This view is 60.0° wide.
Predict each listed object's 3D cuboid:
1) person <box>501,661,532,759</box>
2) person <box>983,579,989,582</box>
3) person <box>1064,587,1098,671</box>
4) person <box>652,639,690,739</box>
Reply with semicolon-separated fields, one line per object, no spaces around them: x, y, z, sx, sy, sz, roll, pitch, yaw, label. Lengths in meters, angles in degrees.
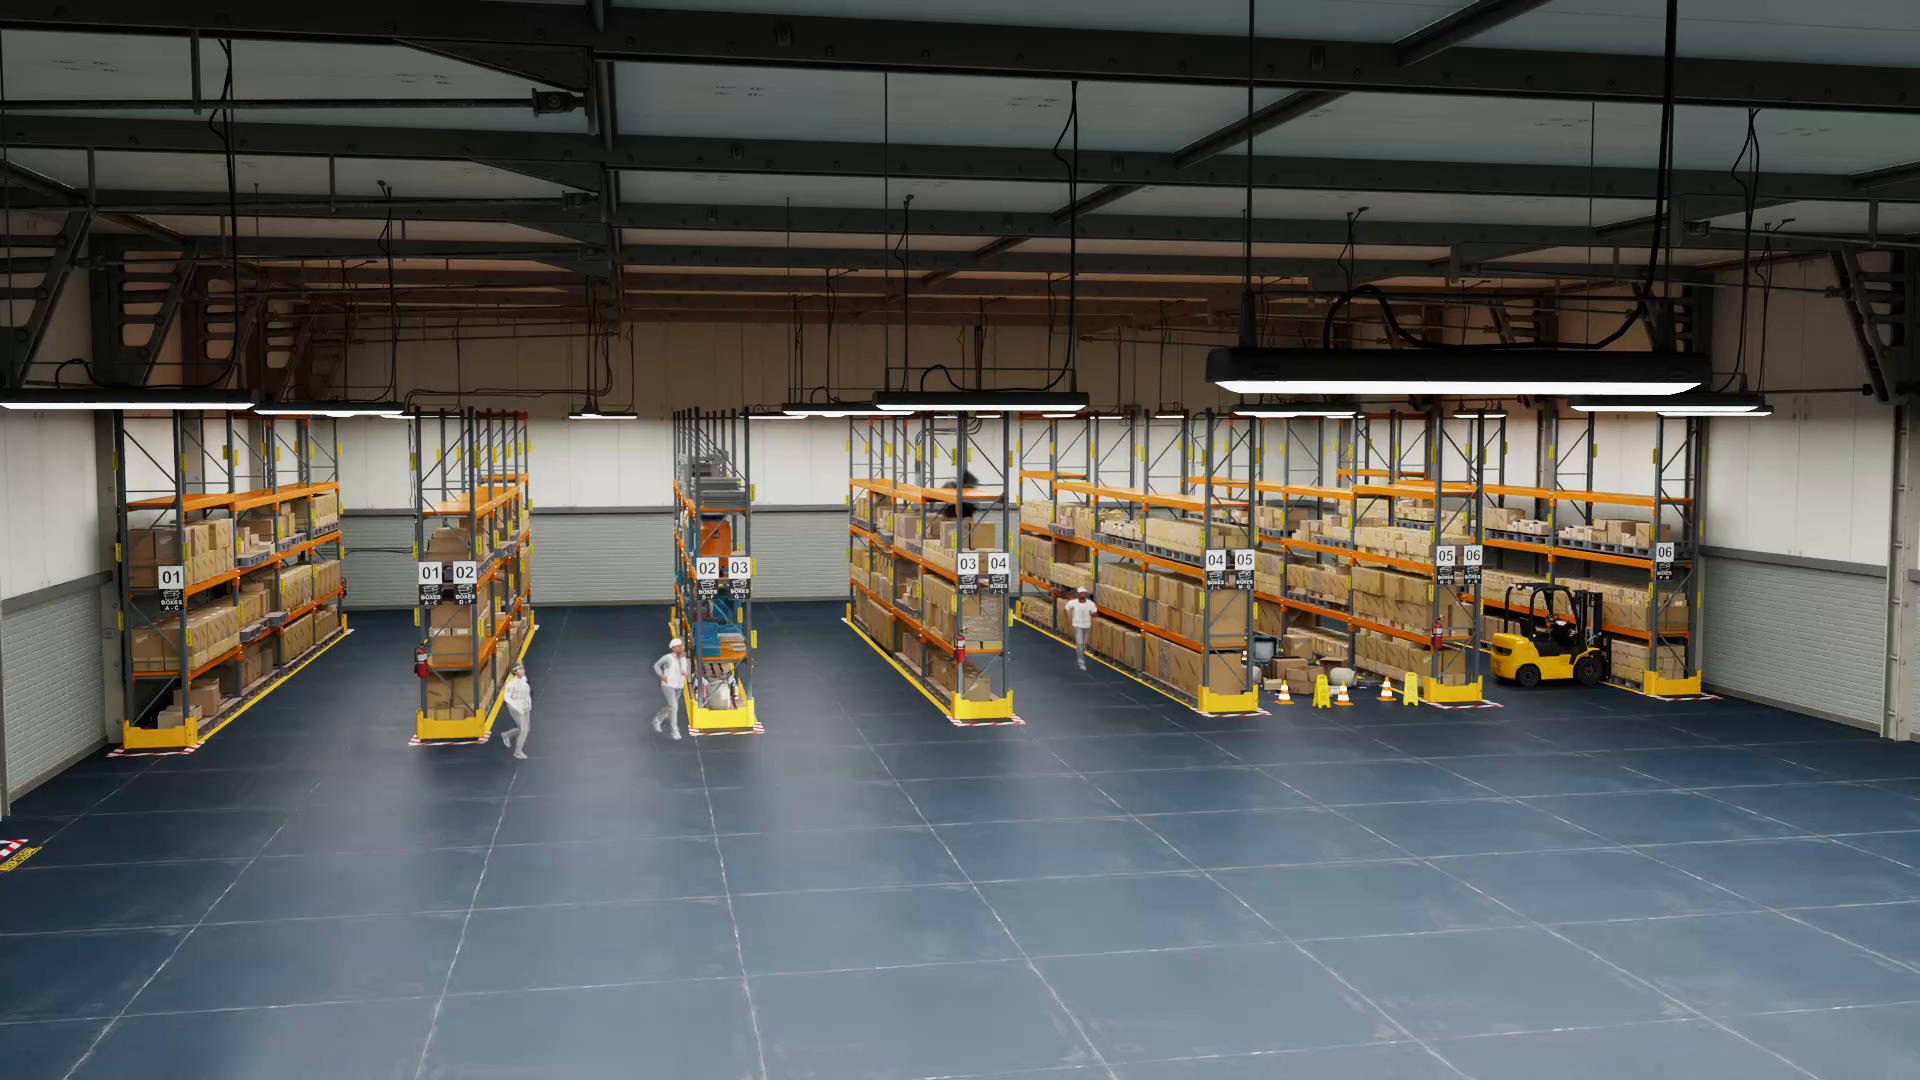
-7.594;2.887;28.393;0.620;1.684;0.627;2;4;24;person
0.584;1.696;44.317;0.672;1.793;1.223;-1;4;-13;person
2.692;1.925;36.644;0.693;1.785;0.885;-1;4;-14;person
-5.246;2.697;30.432;0.874;1.797;0.661;3;5;39;person
